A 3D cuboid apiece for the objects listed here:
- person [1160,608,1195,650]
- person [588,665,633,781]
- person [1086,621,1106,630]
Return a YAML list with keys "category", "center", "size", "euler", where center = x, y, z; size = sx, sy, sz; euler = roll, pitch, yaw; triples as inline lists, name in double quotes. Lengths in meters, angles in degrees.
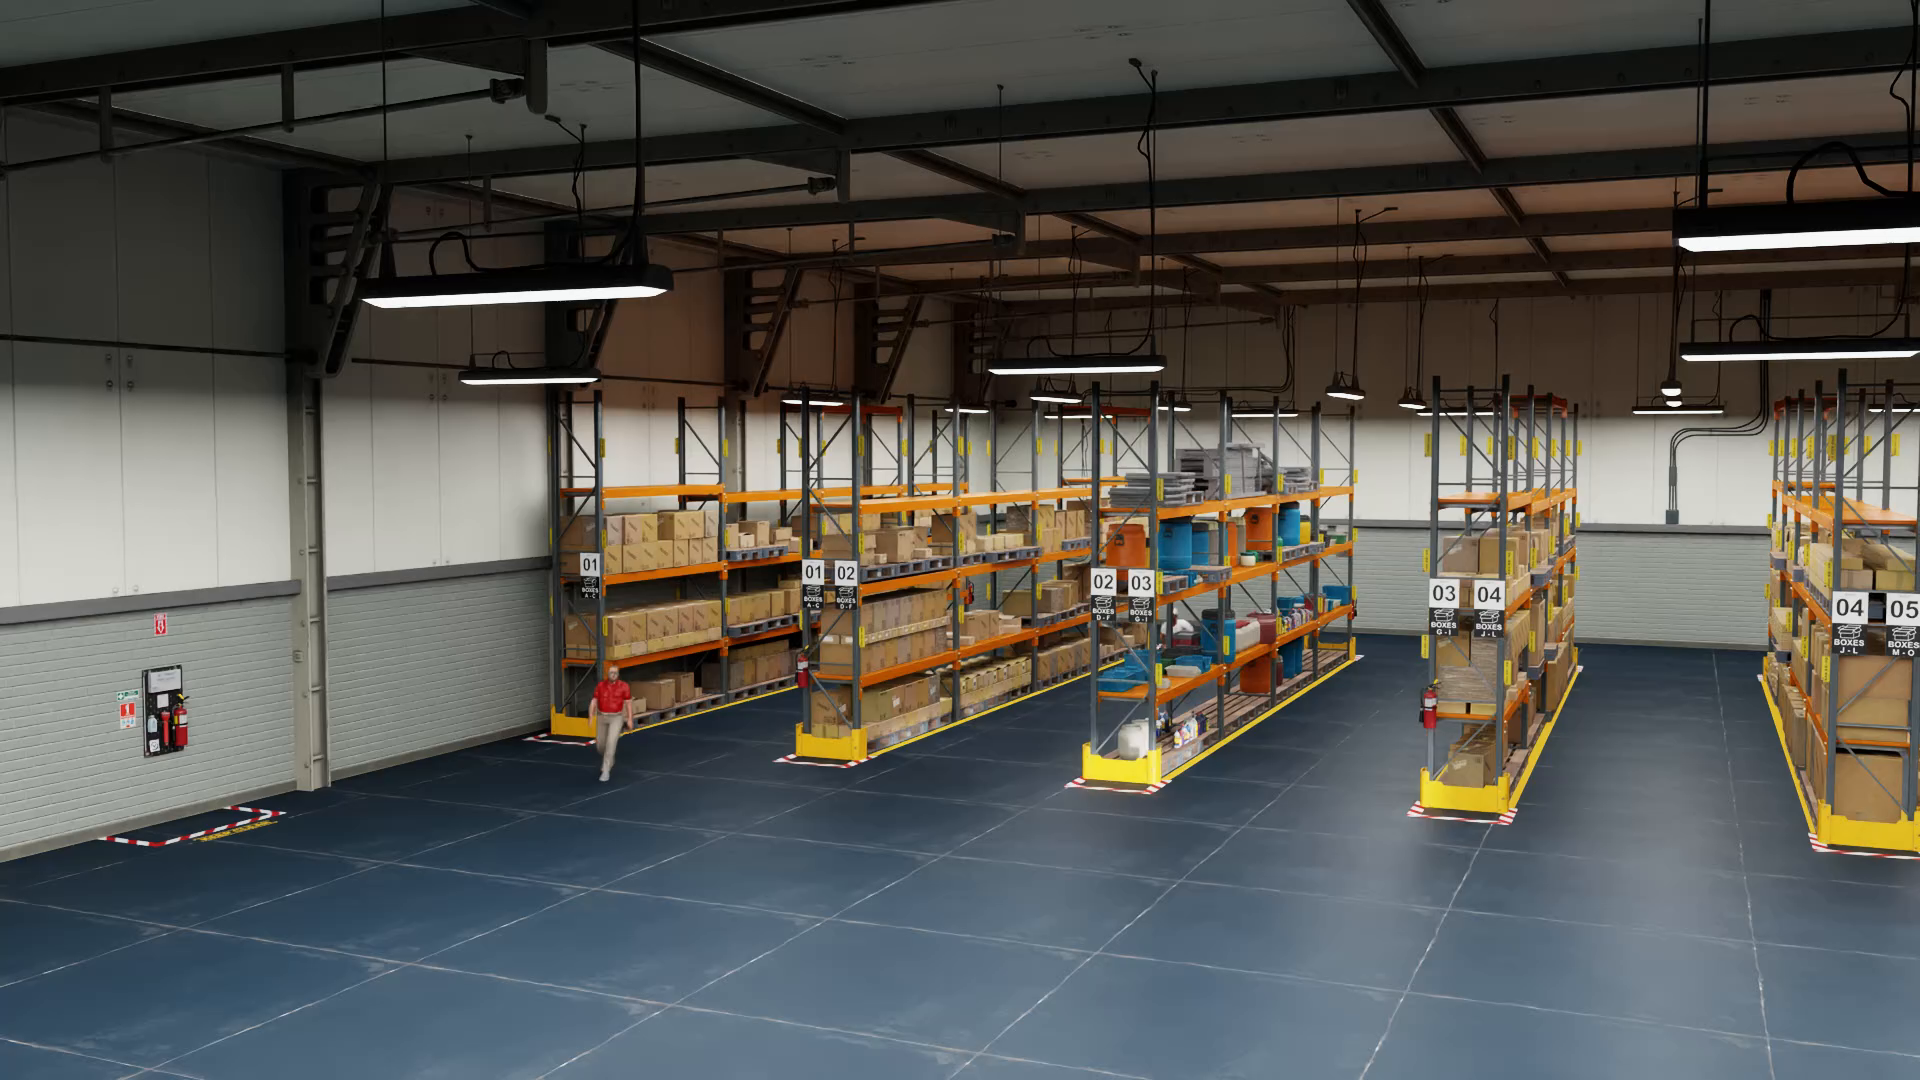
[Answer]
- category: "person"
  center: [4.560, 2.242, 34.853]
  size: [0.743, 1.672, 0.674]
  euler: [2, 4, 32]
- category: "person"
  center: [-5.335, 2.757, 25.392]
  size: [0.634, 1.704, 0.858]
  euler: [0, 3, 0]
- category: "person"
  center: [3.490, 1.763, 42.729]
  size: [1.008, 1.750, 0.505]
  euler: [-1, 3, -21]
